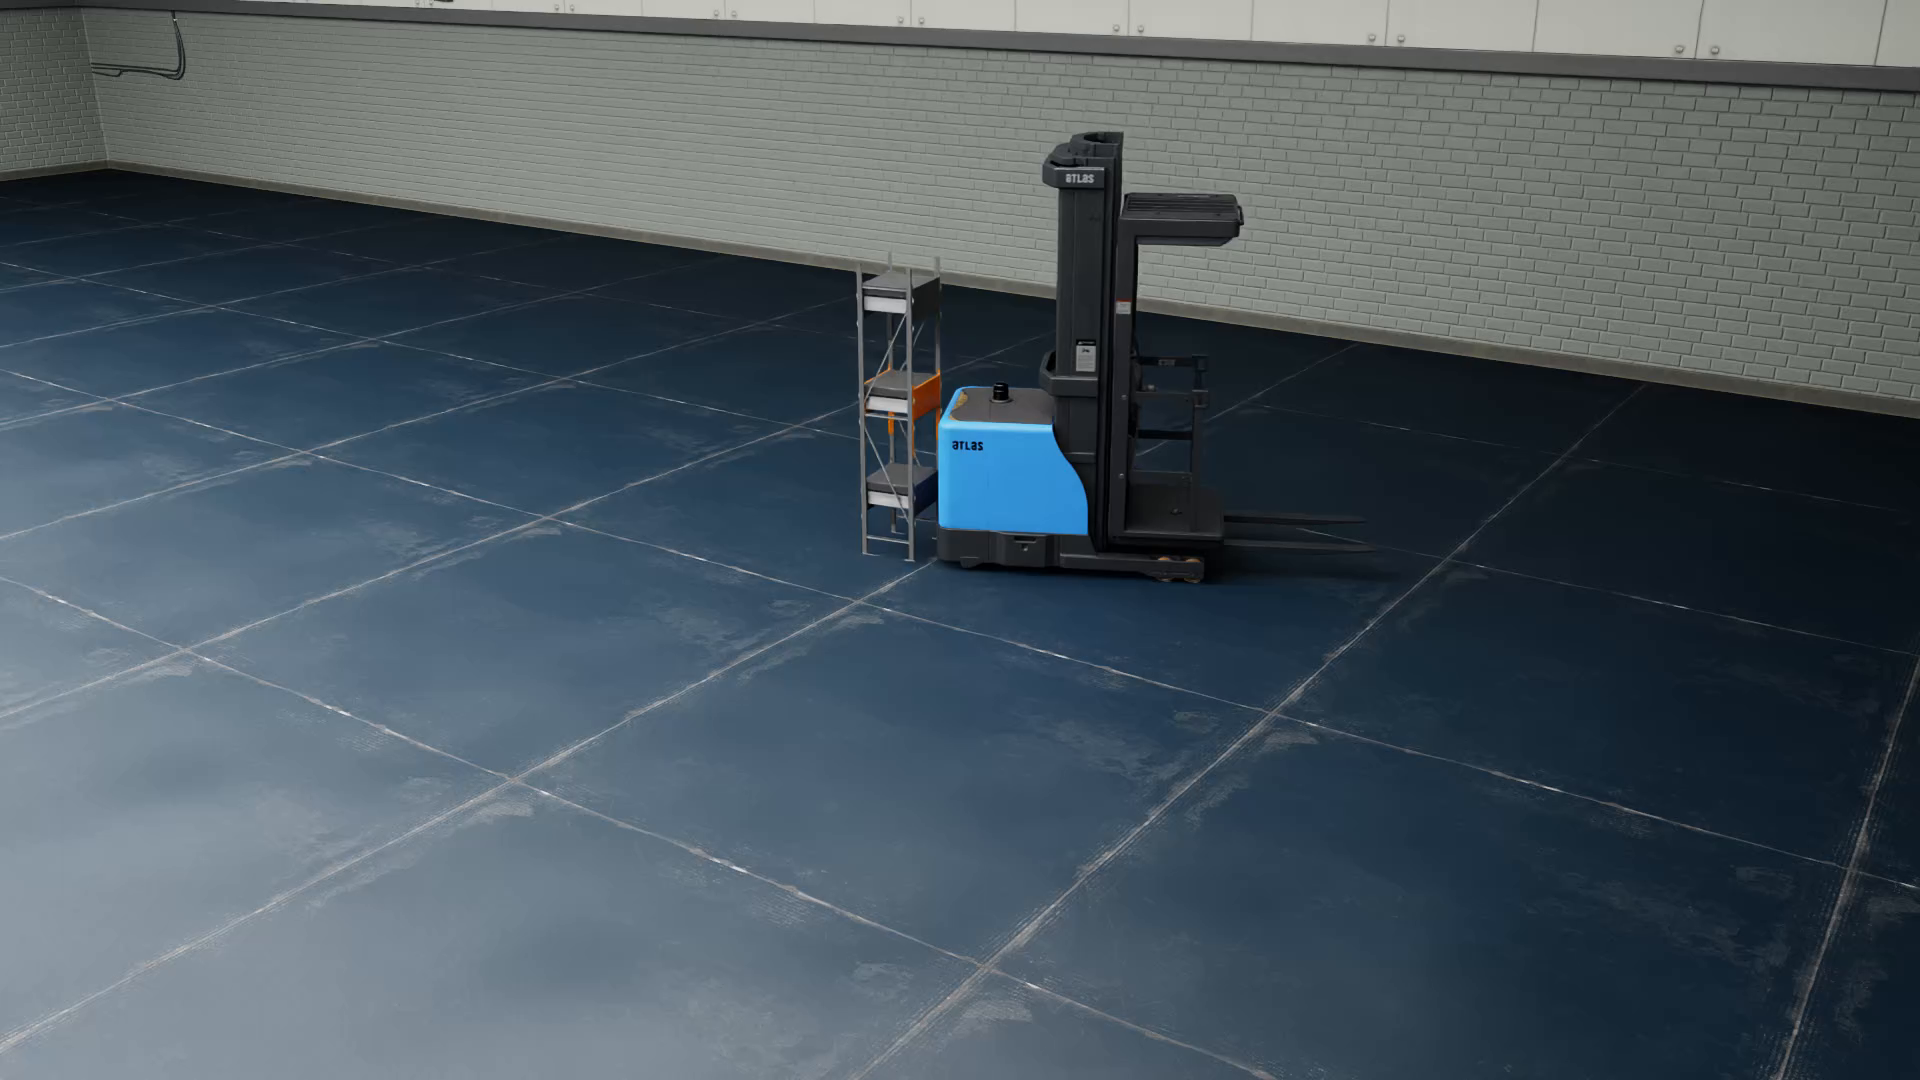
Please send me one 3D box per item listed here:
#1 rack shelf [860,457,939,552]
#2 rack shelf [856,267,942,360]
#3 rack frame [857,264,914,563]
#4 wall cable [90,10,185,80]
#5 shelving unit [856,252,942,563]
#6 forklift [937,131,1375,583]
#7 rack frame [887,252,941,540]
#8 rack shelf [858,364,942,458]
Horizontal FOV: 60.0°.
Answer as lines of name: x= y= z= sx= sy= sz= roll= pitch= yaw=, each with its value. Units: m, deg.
rack shelf: x=-0.418 y=-0.261 z=12.000 sx=0.431 sy=0.518 sz=0.480 roll=8 pitch=22 yaw=21
rack shelf: x=-0.418 y=-1.574 z=11.515 sx=0.431 sy=0.518 sz=0.480 roll=8 pitch=22 yaw=21
rack frame: x=-0.512 y=-0.852 z=11.541 sx=0.400 sy=2.100 sz=0.015 roll=8 pitch=22 yaw=21
wall cable: x=-14.678 y=-9.403 z=29.190 sx=3.097 sy=2.526 sz=0.112 roll=13 pitch=24 yaw=32
shelving unit: x=-0.418 y=-0.930 z=11.753 sx=0.431 sy=2.100 sz=0.503 roll=8 pitch=22 yaw=21
forklift: x=1.395 y=-1.274 z=11.485 sx=3.031 sy=2.935 sz=1.130 roll=3 pitch=20 yaw=7
rack frame: x=-0.325 y=-1.008 z=11.964 sx=0.400 sy=2.100 sz=0.015 roll=8 pitch=22 yaw=21
rack shelf: x=-0.418 y=-0.917 z=11.758 sx=0.431 sy=0.518 sz=0.480 roll=8 pitch=22 yaw=21
